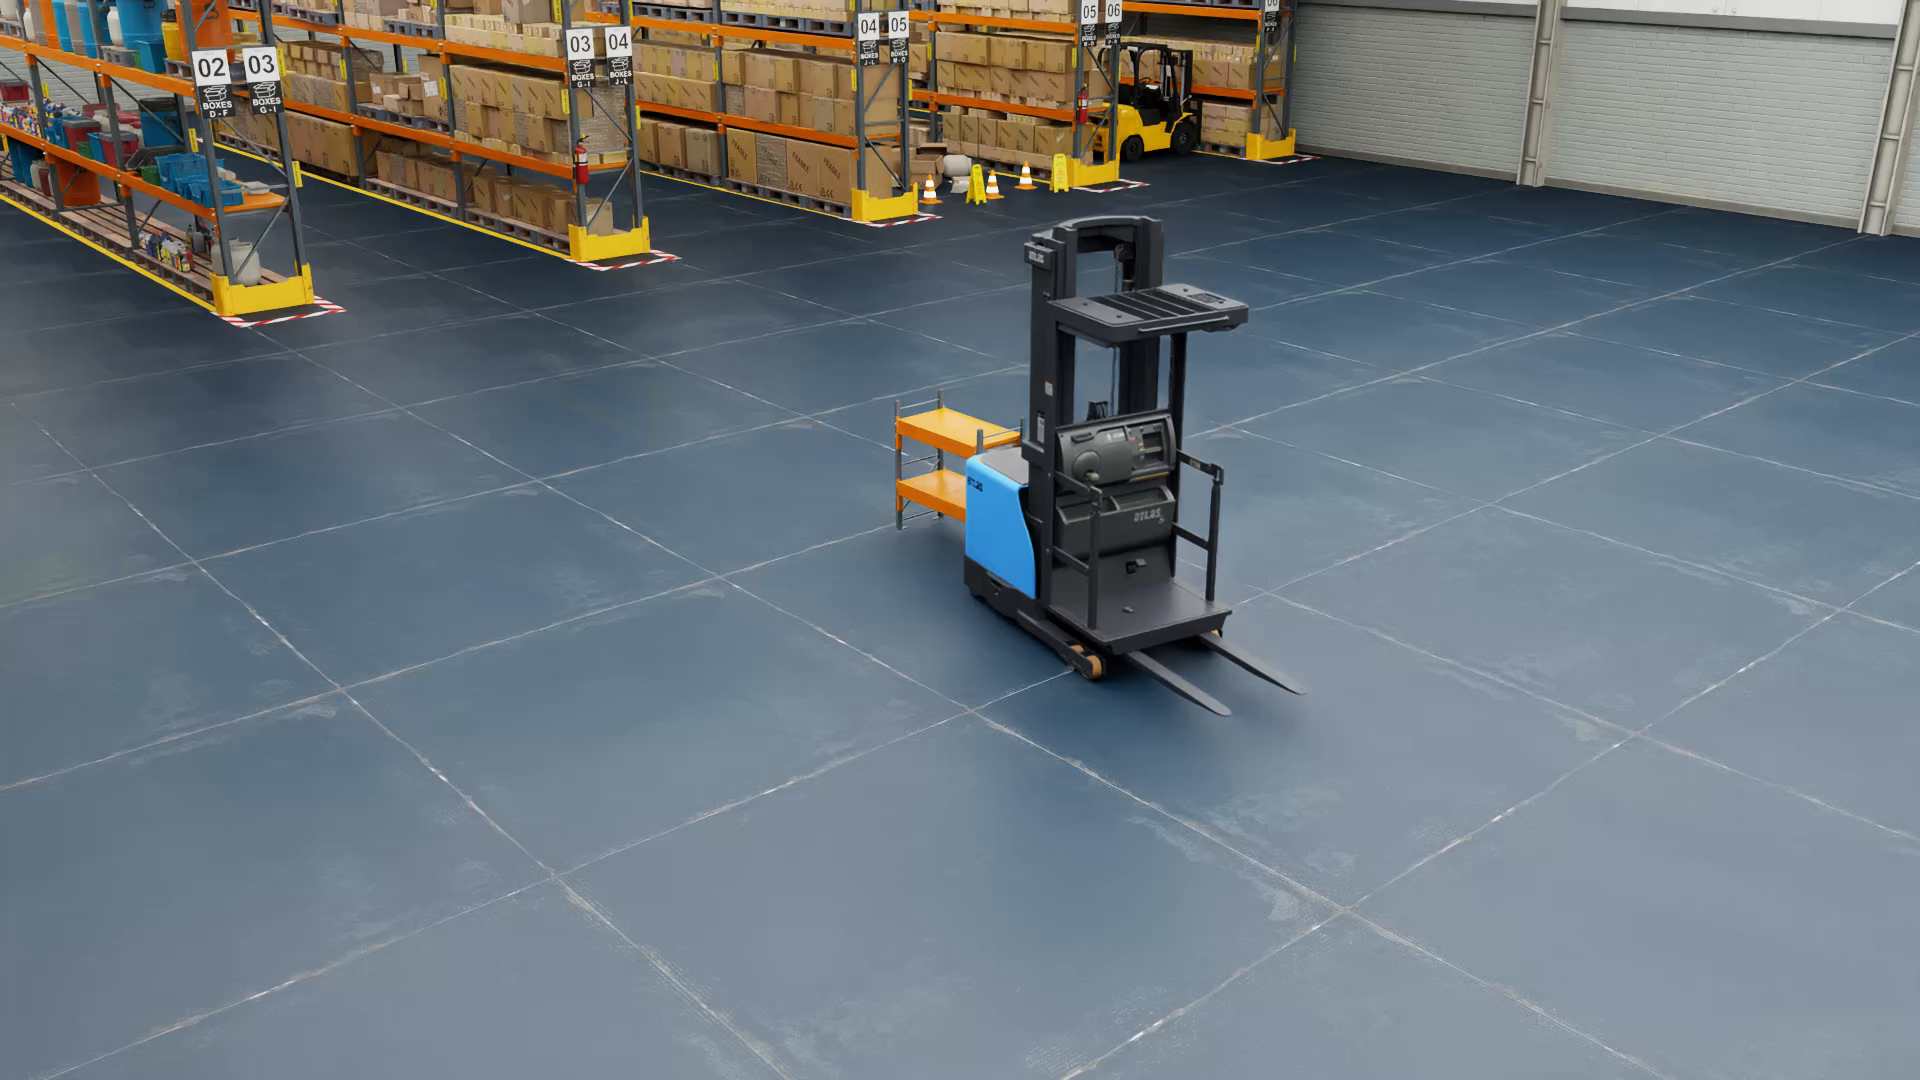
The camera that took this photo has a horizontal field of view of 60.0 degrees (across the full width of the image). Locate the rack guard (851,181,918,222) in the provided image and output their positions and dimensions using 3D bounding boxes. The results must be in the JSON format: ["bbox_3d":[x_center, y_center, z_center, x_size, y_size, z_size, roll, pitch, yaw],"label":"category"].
[{"bbox_3d":[-1.226,-5.534,27.154,1.175,0.500,0.348,-17,27,-37],"label":"rack guard"}]

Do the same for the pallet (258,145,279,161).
[{"bbox_3d":[-13.335,-7.797,33.329,1.003,0.211,1.213,-17,27,-37],"label":"pallet"}]

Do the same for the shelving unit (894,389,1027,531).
[{"bbox_3d":[-0.004,-0.526,13.510,0.538,1.125,1.048,-17,27,-37],"label":"shelving unit"}]

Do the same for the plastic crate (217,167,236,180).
[{"bbox_3d":[-10.176,-4.967,22.639,0.530,0.136,0.437,-17,27,-37],"label":"plastic crate"}]

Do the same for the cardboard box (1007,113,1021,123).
[{"bbox_3d":[1.099,-7.865,30.955,0.380,0.149,0.250,-16,27,-35],"label":"cardboard box"}]

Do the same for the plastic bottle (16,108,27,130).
[{"bbox_3d":[-15.445,-6.940,27.383,0.144,0.351,0.185,-17,27,-37],"label":"plastic bottle"}]

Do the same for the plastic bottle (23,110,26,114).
[{"bbox_3d":[-15.590,-7.032,27.726,0.097,0.271,0.097,0,21,0],"label":"plastic bottle"}]

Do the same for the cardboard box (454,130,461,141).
[{"bbox_3d":[-7.764,-6.409,26.304,0.380,0.149,0.250,-17,27,-37],"label":"cardboard box"}]

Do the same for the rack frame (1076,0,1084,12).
[{"bbox_3d":[2.443,-10.704,28.701,1.000,3.000,0.127,-17,27,-37],"label":"rack frame"}]

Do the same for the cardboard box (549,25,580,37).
[{"bbox_3d":[-5.564,-7.166,23.440,0.380,0.149,0.250,-19,28,-39],"label":"cardboard box"}]

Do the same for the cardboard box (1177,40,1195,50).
[{"bbox_3d":[4.650,-10.125,34.014,0.380,0.149,0.250,-17,27,-37],"label":"cardboard box"}]

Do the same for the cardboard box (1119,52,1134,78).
[{"bbox_3d":[3.681,-10.060,35.146,0.500,0.500,0.500,-18,28,-39],"label":"cardboard box"}]

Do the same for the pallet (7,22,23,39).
[{"bbox_3d":[-14.464,-8.126,26.491,1.003,0.211,1.213,-17,27,-37],"label":"pallet"}]

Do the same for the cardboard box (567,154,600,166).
[{"bbox_3d":[-5.407,-5.464,23.893,0.380,0.149,0.250,-17,27,-37],"label":"cardboard box"}]

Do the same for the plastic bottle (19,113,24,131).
[{"bbox_3d":[-15.373,-6.855,27.258,0.061,0.283,0.133,-17,27,-37],"label":"plastic bottle"}]

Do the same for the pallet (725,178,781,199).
[{"bbox_3d":[-3.415,-6.283,29.461,1.003,0.211,1.213,-17,27,-37],"label":"pallet"}]

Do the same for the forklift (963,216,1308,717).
[{"bbox_3d":[1.188,-0.605,11.237,1.130,2.935,3.031,-12,24,-27],"label":"forklift"}]

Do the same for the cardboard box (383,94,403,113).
[{"bbox_3d":[-9.367,-7.370,28.043,0.500,0.250,0.500,-18,28,-39],"label":"cardboard box"}]

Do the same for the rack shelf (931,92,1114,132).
[{"bbox_3d":[1.137,-8.128,31.337,1.077,0.370,4.000,-17,27,-37],"label":"rack shelf"}]

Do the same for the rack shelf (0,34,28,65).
[{"bbox_3d":[-15.345,-8.197,27.399,1.077,0.370,4.000,-17,27,-37],"label":"rack shelf"}]

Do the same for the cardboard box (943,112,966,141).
[{"bbox_3d":[0.012,-8.053,32.324,0.500,0.500,0.500,-16,26,-35],"label":"cardboard box"}]

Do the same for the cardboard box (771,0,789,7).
[{"bbox_3d":[-2.754,-8.897,27.285,0.500,0.250,0.500,-17,27,-37],"label":"cardboard box"}]

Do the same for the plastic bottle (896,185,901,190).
[{"bbox_3d":[-1.028,-6.286,29.676,0.283,0.061,0.133,12,24,27],"label":"plastic bottle"}]

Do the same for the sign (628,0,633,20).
[{"bbox_3d":[-4.654,-7.485,23.395,0.100,0.325,0.005,-17,27,-37],"label":"sign"}]

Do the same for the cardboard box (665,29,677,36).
[{"bbox_3d":[-6.572,-12.084,38.940,0.500,0.500,0.500,-17,27,-37],"label":"cardboard box"}]

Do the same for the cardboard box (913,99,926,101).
[{"bbox_3d":[-0.810,-10.970,40.456,0.500,0.500,0.500,-18,28,-39],"label":"cardboard box"}]

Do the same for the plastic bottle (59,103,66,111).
[{"bbox_3d":[-15.083,-7.185,28.008,0.144,0.351,0.185,-17,27,-37],"label":"plastic bottle"}]

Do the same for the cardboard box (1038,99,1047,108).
[{"bbox_3d":[1.636,-7.966,30.279,0.380,0.149,0.250,-18,28,-38],"label":"cardboard box"}]

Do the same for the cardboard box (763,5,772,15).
[{"bbox_3d":[-3.040,-8.799,27.580,0.380,0.149,0.250,-17,27,-37],"label":"cardboard box"}]

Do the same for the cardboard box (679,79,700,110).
[{"bbox_3d":[-4.725,-8.076,30.080,0.500,0.500,0.500,-18,28,-38],"label":"cardboard box"}]

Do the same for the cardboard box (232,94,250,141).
[{"bbox_3d":[-14.437,-8.769,34.324,0.875,0.875,0.875,-17,27,-37],"label":"cardboard box"}]

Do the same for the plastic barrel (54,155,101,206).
[{"bbox_3d":[-14.371,-5.899,27.058,0.600,0.830,0.708,-17,27,-37],"label":"plastic barrel"}]

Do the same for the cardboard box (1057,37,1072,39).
[{"bbox_3d":[2.342,-10.935,36.489,0.380,0.149,0.250,-17,27,-37],"label":"cardboard box"}]

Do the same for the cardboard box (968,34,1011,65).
[{"bbox_3d":[0.579,-9.202,31.175,0.700,0.500,0.500,-18,28,-39],"label":"cardboard box"}]

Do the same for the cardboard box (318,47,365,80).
[{"bbox_3d":[-11.175,-8.662,30.200,0.797,0.503,0.637,-17,27,-36],"label":"cardboard box"}]

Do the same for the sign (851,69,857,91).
[{"bbox_3d":[-1.662,-7.229,26.140,0.100,0.325,0.005,-17,27,-37],"label":"sign"}]

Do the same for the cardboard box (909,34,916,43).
[{"bbox_3d":[-1.101,-9.960,33.015,0.380,0.149,0.250,-18,28,-39],"label":"cardboard box"}]

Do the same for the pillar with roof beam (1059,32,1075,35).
[{"bbox_3d":[-0.749,-12.927,34.375,9.100,9.000,0.400,-17,27,-37],"label":"pillar with roof beam"}]

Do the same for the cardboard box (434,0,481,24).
[{"bbox_3d":[-7.908,-8.451,26.342,0.797,0.503,0.637,-19,28,-40],"label":"cardboard box"}]

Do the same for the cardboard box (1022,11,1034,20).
[{"bbox_3d":[1.349,-9.508,30.105,0.380,0.149,0.250,-18,28,-38],"label":"cardboard box"}]

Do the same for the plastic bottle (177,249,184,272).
[{"bbox_3d":[-10.438,-3.744,22.277,0.061,0.283,0.133,-17,27,-36],"label":"plastic bottle"}]

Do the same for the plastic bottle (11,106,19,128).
[{"bbox_3d":[-15.653,-7.028,27.608,0.144,0.351,0.185,-17,27,-37],"label":"plastic bottle"}]

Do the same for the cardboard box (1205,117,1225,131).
[{"bbox_3d":[5.327,-8.443,33.662,0.500,0.250,0.500,-18,28,-38],"label":"cardboard box"}]

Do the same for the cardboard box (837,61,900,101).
[{"bbox_3d":[-1.454,-7.389,26.776,0.875,0.550,0.550,-17,27,-37],"label":"cardboard box"}]

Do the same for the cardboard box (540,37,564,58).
[{"bbox_3d":[-5.572,-6.951,23.437,0.500,0.250,0.500,-17,27,-36],"label":"cardboard box"}]

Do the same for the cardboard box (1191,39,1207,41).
[{"bbox_3d":[4.980,-10.231,34.283,0.380,0.149,0.250,-16,27,-36],"label":"cardboard box"}]

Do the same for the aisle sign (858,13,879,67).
[{"bbox_3d":[-1.422,-7.824,26.008,0.394,0.787,0.004,-17,27,-37],"label":"aisle sign"}]

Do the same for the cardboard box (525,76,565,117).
[{"bbox_3d":[-5.942,-6.432,24.104,0.500,0.500,0.500,-17,27,-37],"label":"cardboard box"}]

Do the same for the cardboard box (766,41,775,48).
[{"bbox_3d":[-3.975,-10.992,36.154,0.500,0.500,0.500,-17,27,-37],"label":"cardboard box"}]

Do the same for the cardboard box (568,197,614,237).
[{"bbox_3d":[-5.460,-4.760,24.601,0.500,0.500,0.500,-12,24,-28],"label":"cardboard box"}]

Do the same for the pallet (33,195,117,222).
[{"bbox_3d":[-14.585,-5.492,27.444,1.003,0.211,1.213,-17,27,-37],"label":"pallet"}]

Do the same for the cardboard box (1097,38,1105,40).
[{"bbox_3d":[3.042,-10.917,36.443,0.380,0.149,0.250,-18,28,-38],"label":"cardboard box"}]

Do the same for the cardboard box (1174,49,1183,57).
[{"bbox_3d":[4.593,-9.965,34.012,0.380,0.149,0.250,-18,28,-38],"label":"cardboard box"}]

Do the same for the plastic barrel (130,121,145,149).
[{"bbox_3d":[-11.887,-5.858,24.366,0.433,0.535,0.433,0,21,0],"label":"plastic barrel"}]
